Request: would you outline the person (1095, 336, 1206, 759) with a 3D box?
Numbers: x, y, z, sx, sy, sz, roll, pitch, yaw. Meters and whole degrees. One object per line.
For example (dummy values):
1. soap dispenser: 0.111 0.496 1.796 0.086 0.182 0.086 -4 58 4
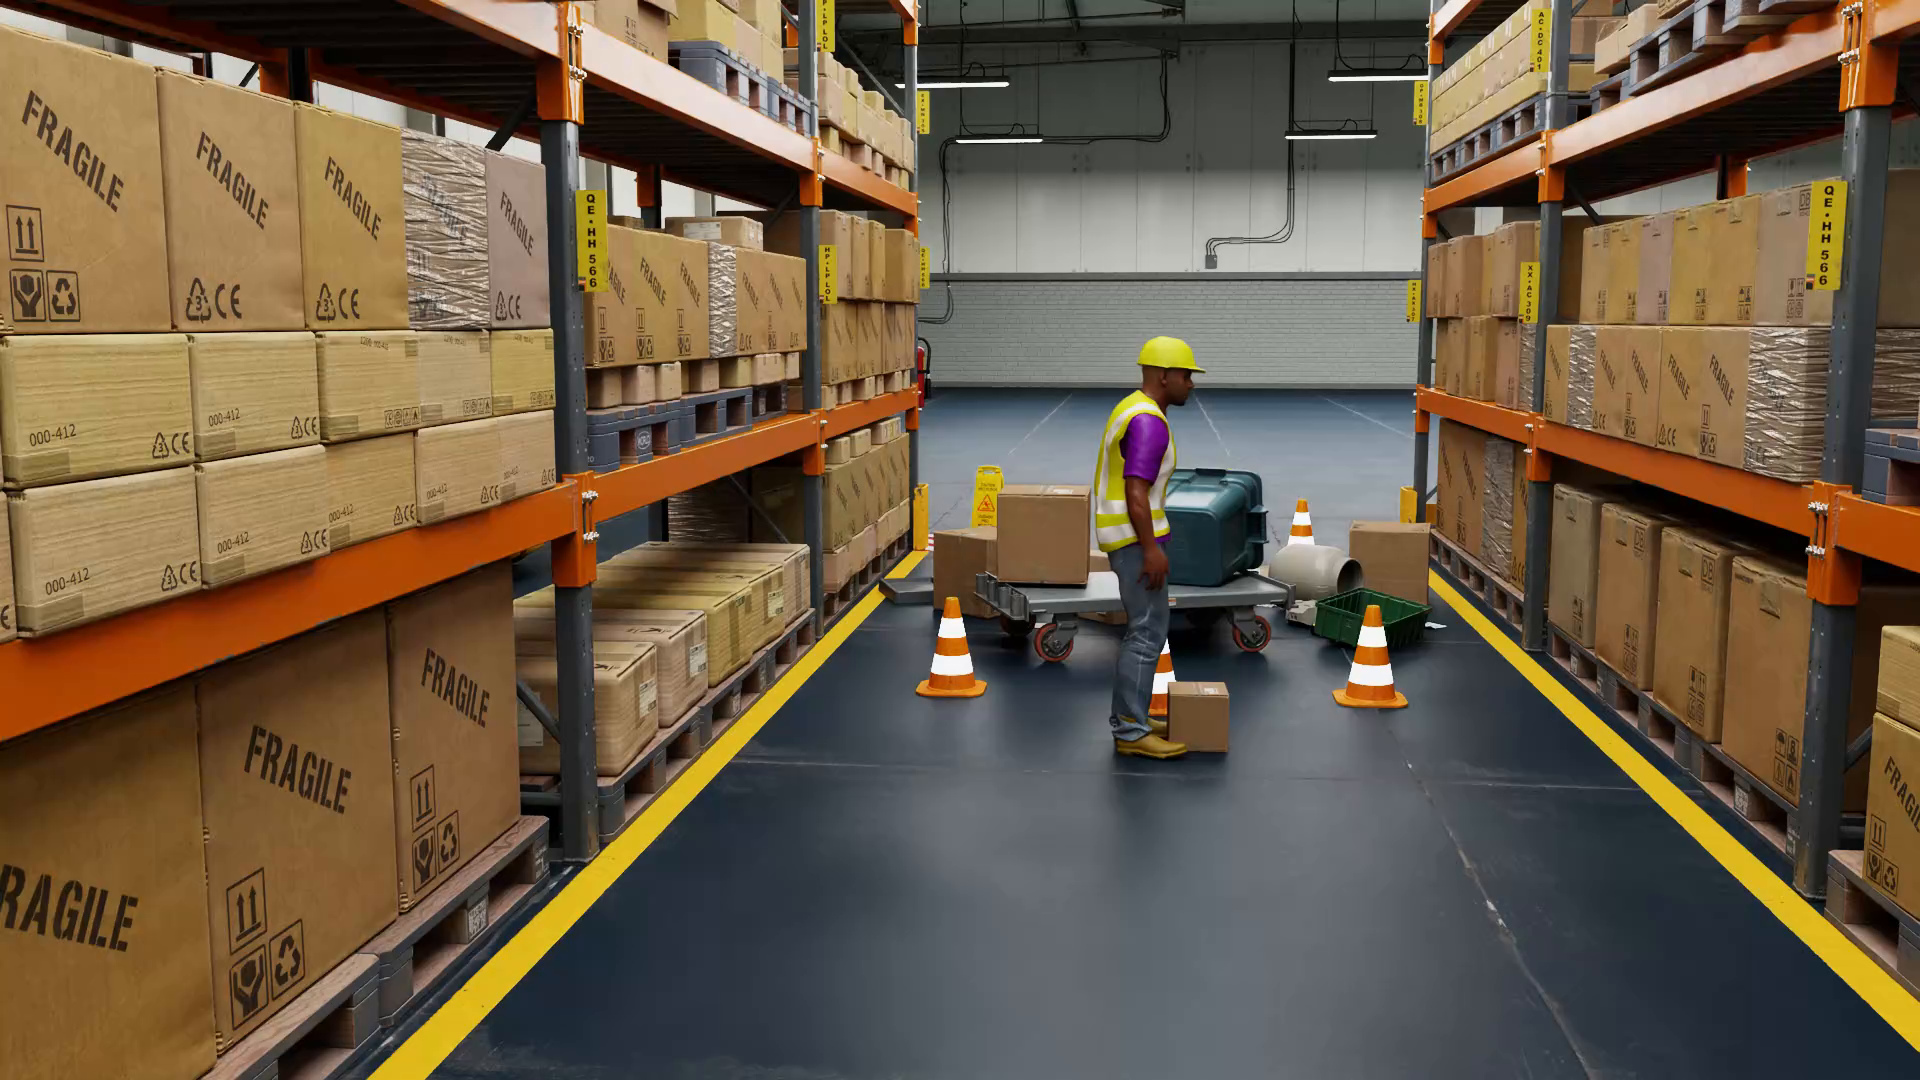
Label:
1. person: 0.806 0.016 7.113 0.463 1.757 0.632 1 8 5
